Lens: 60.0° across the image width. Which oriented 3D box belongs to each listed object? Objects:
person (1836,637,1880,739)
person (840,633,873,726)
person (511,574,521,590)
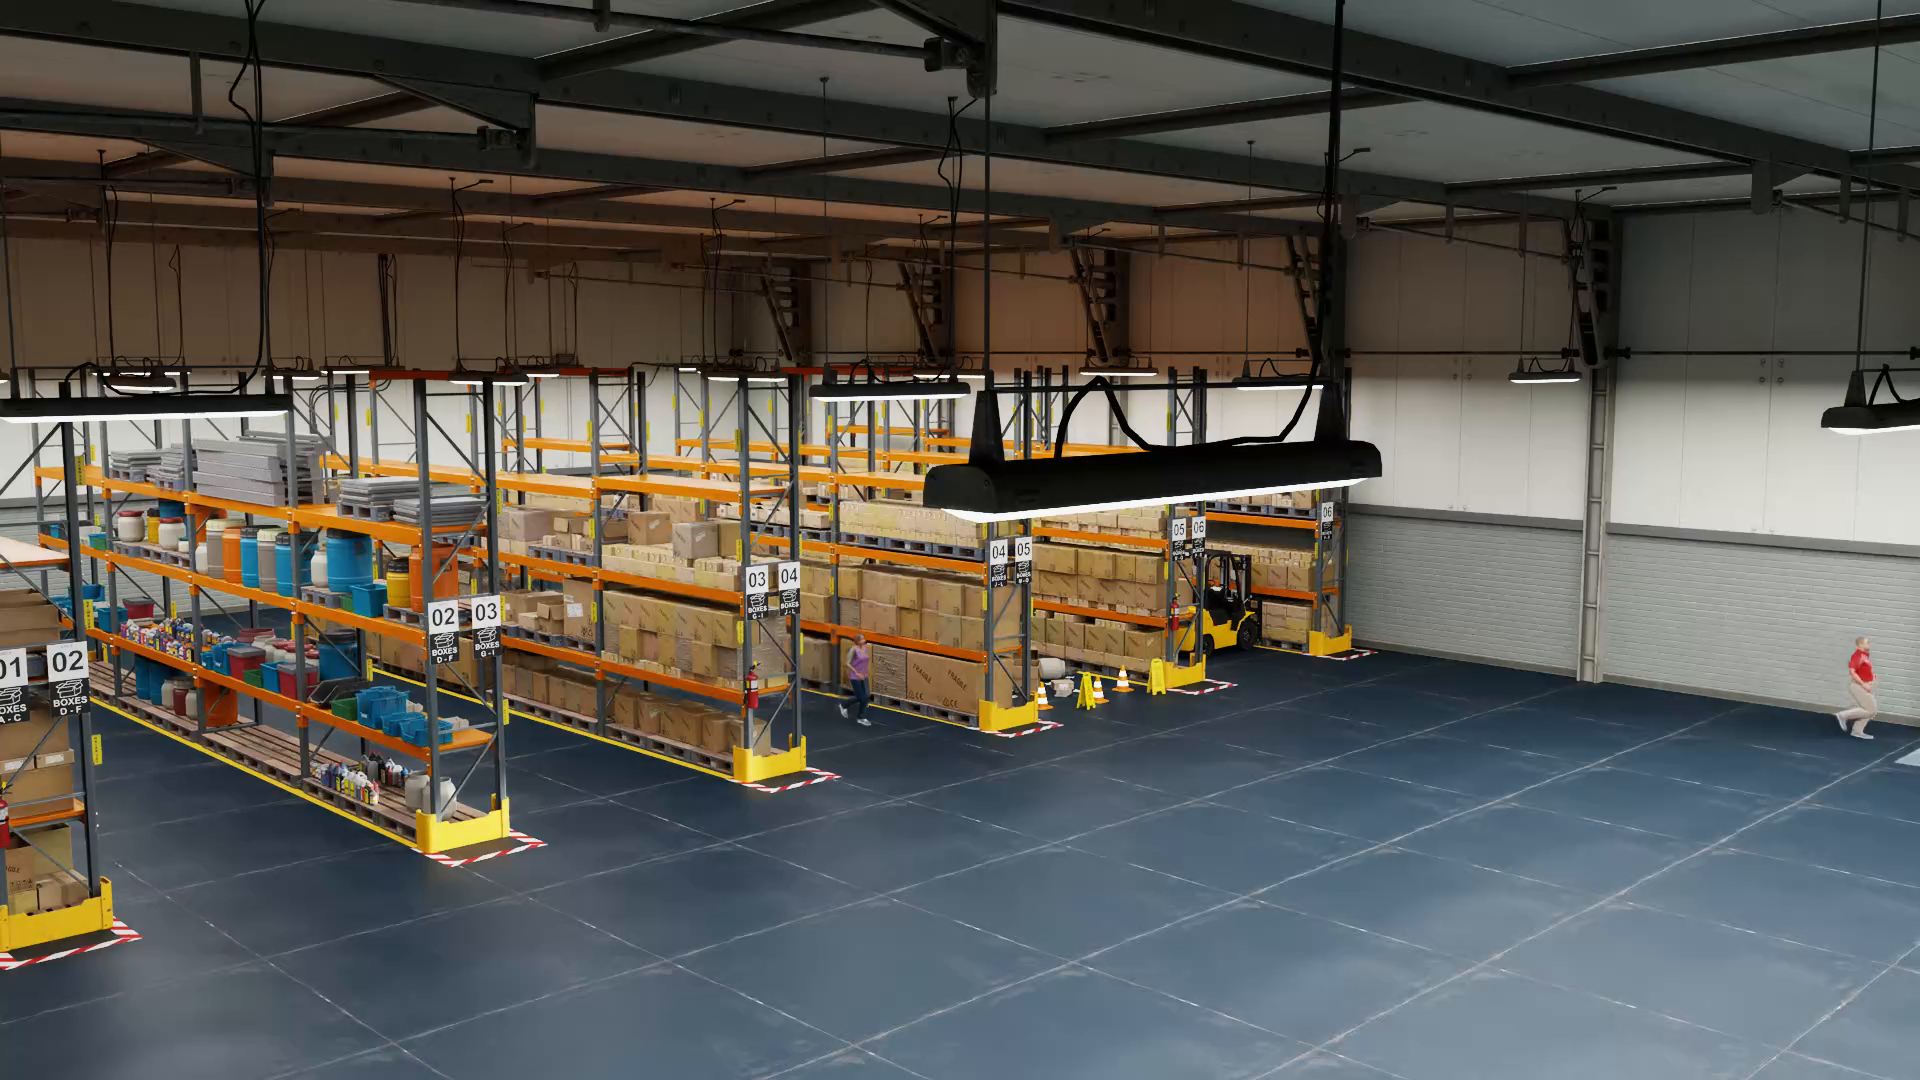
[{"bbox_3d":[14.766,2.424,27.326,0.599,1.684,0.670,4,7,30],"label":"person"},{"bbox_3d":[-1.762,2.368,28.423,0.622,1.565,0.565,5,8,38],"label":"person"},{"bbox_3d":[-10.844,0.854,40.926,0.871,1.737,0.760,-2,7,-19],"label":"person"}]
